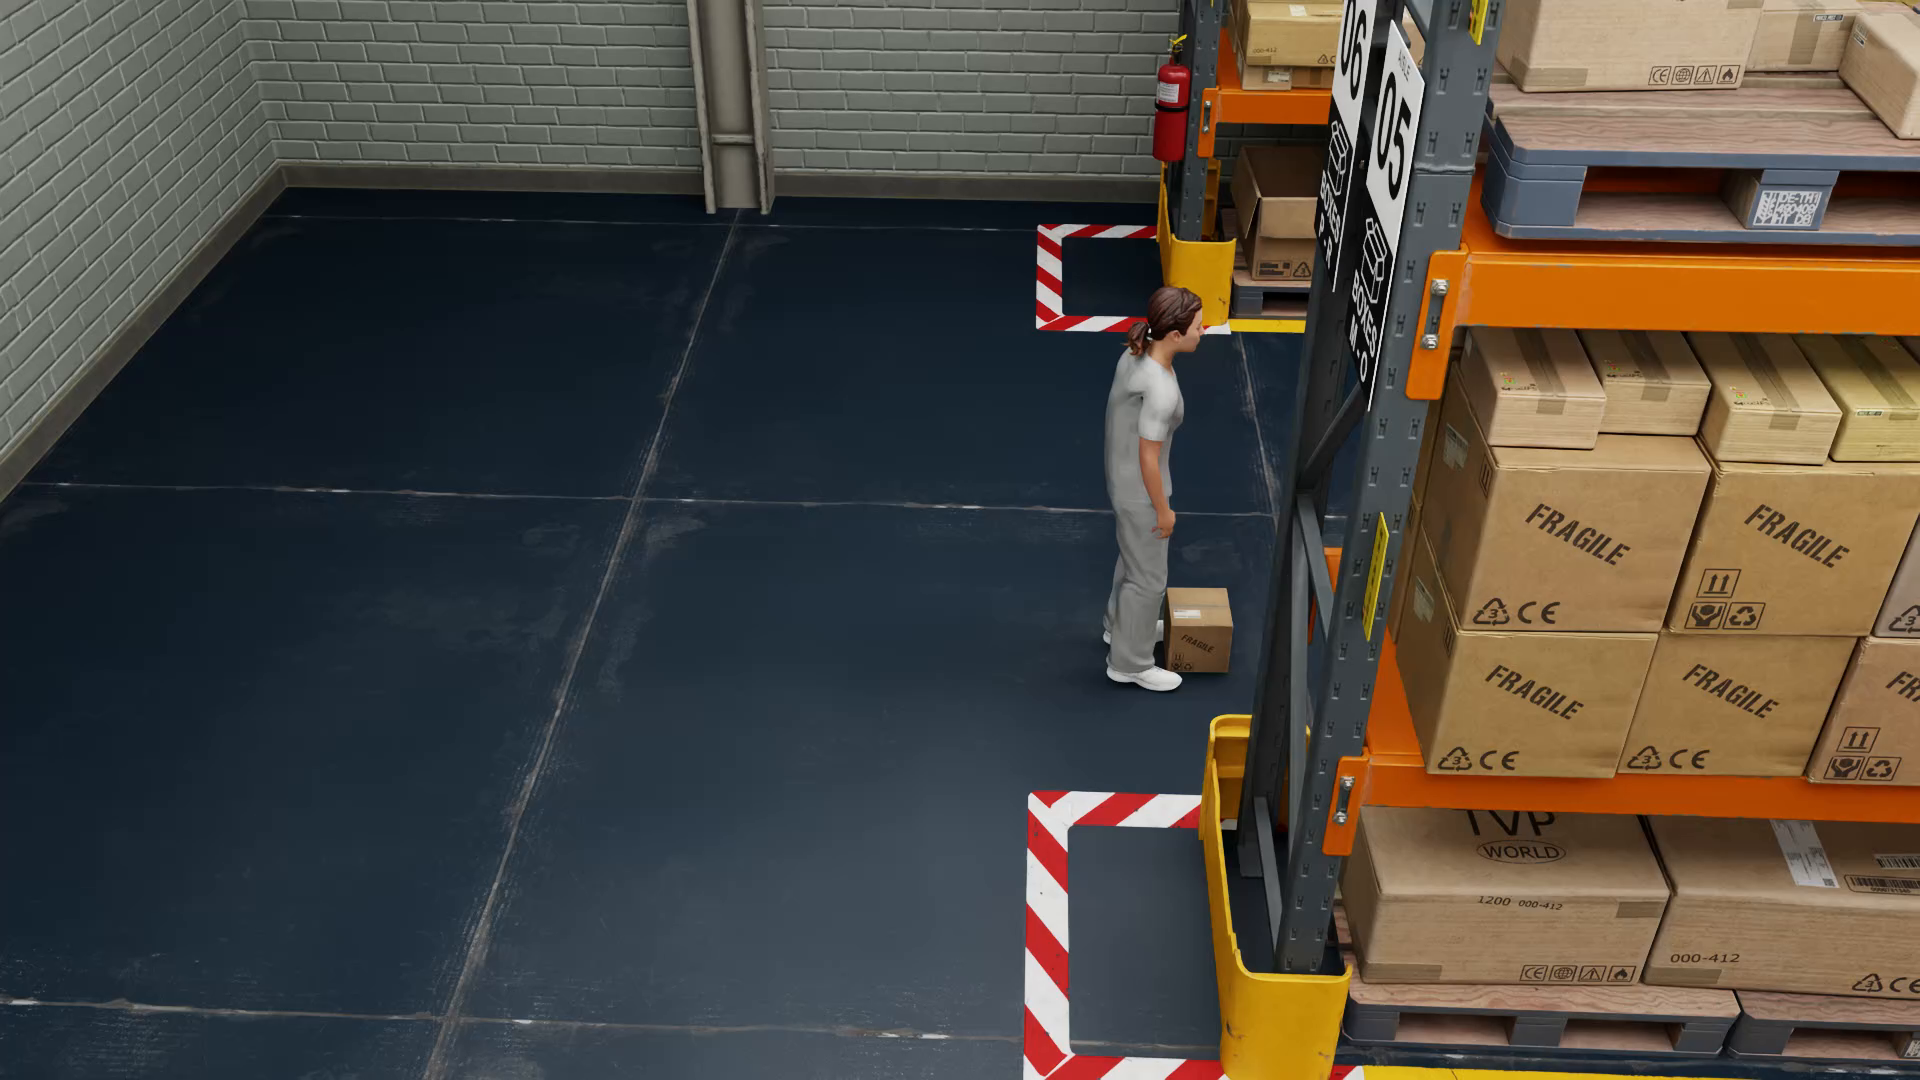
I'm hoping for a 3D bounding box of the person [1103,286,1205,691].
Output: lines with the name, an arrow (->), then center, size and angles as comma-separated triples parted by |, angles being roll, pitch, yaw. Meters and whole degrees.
person -> 0.731, -0.209, 6.438 | 0.355, 1.673, 0.511 | 0, 36, 0
